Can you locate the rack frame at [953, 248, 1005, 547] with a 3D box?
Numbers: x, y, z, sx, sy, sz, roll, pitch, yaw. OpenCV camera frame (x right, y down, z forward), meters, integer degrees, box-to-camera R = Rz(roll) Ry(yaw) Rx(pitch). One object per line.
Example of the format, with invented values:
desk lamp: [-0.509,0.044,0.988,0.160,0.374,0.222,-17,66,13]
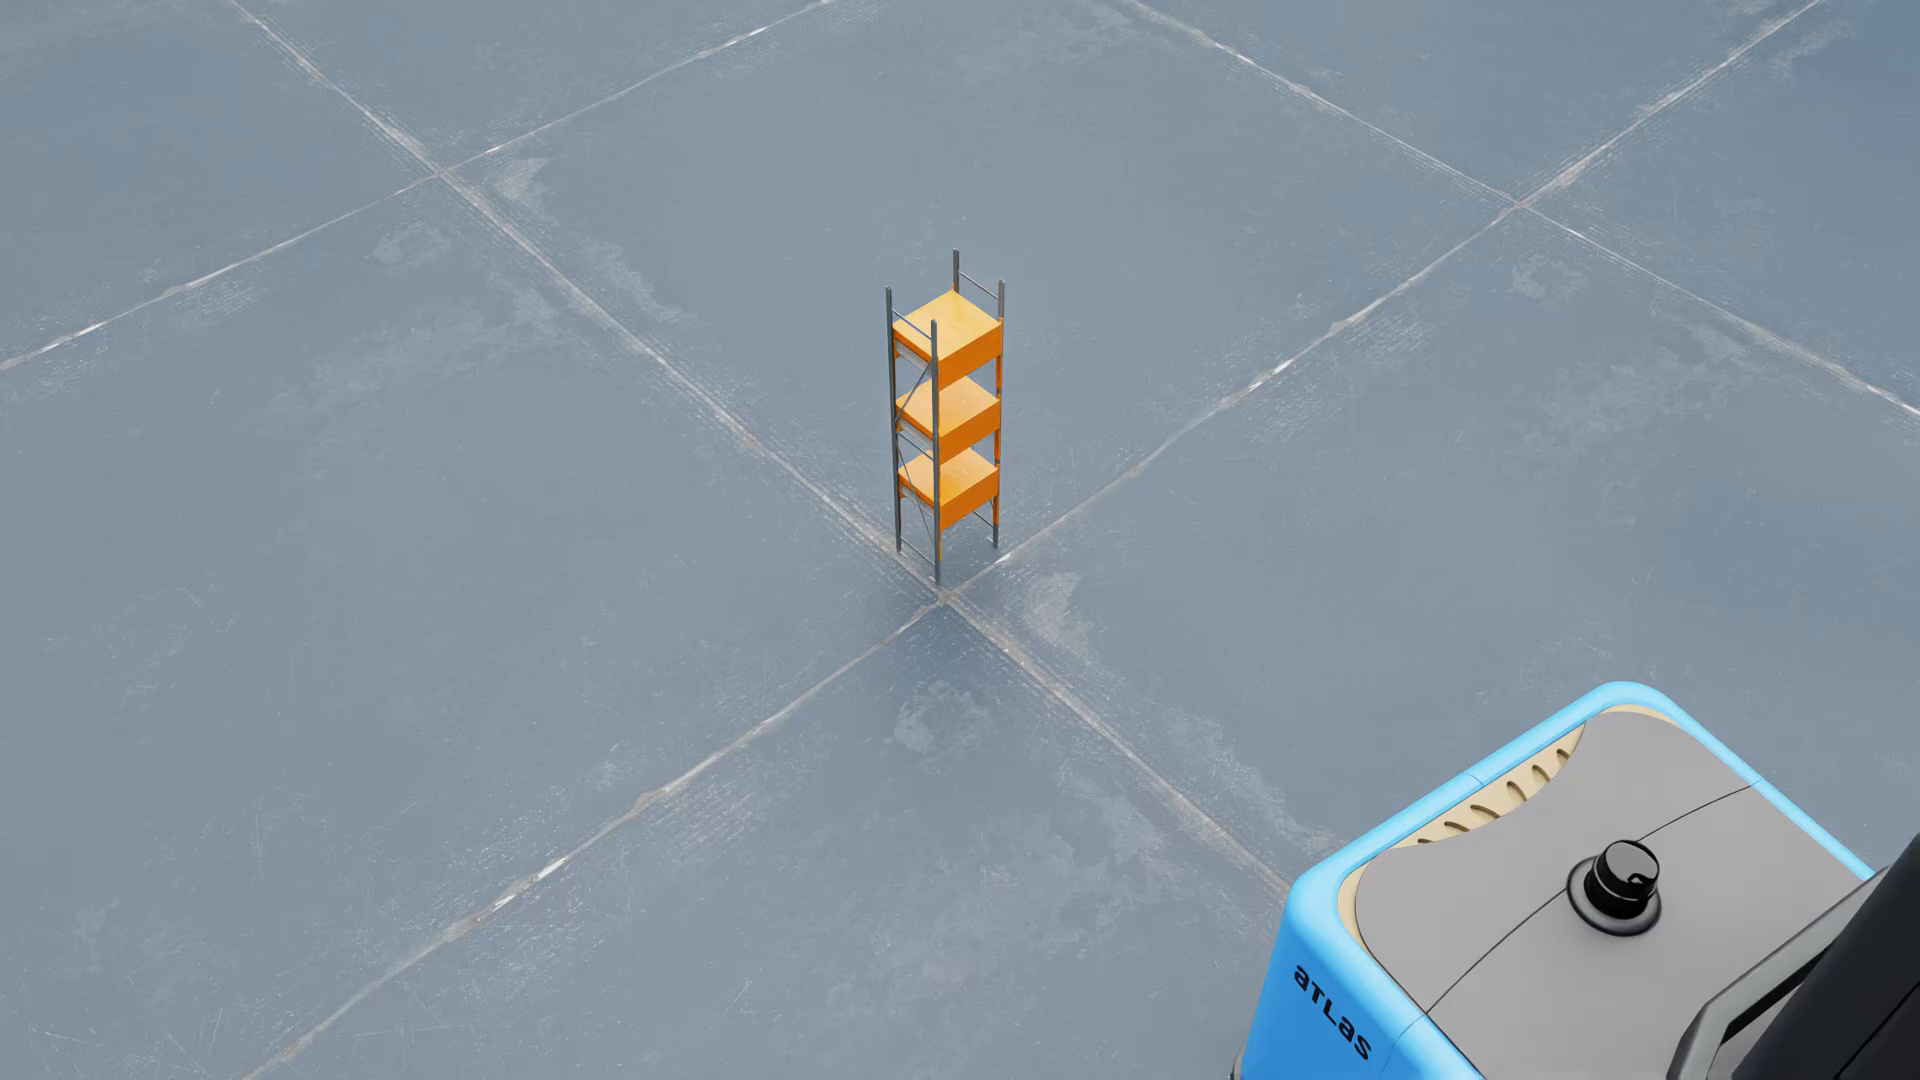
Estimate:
rack frame: [0.051,-0.390,4.895,0.008,1.050,0.200,-34,56,-27]

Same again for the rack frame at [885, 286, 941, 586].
rack frame: [-0.130,-0.269,4.784,0.008,1.050,0.200,-34,56,-27]

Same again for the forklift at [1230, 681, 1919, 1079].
forklift: [1.843,1.111,2.231,1.130,2.935,3.031,-26,52,-22]

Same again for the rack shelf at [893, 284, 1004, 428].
rack shelf: [-0.040,-0.515,4.639,0.240,0.259,0.215,-34,56,-27]

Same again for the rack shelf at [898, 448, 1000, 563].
rack shelf: [-0.040,-0.134,5.052,0.240,0.259,0.215,-34,56,-27]

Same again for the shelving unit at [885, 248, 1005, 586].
shelving unit: [-0.040,-0.330,4.840,0.252,1.050,0.215,-34,56,-27]

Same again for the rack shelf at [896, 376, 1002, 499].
rack shelf: [-0.040,-0.322,4.848,0.240,0.259,0.215,-34,56,-27]
